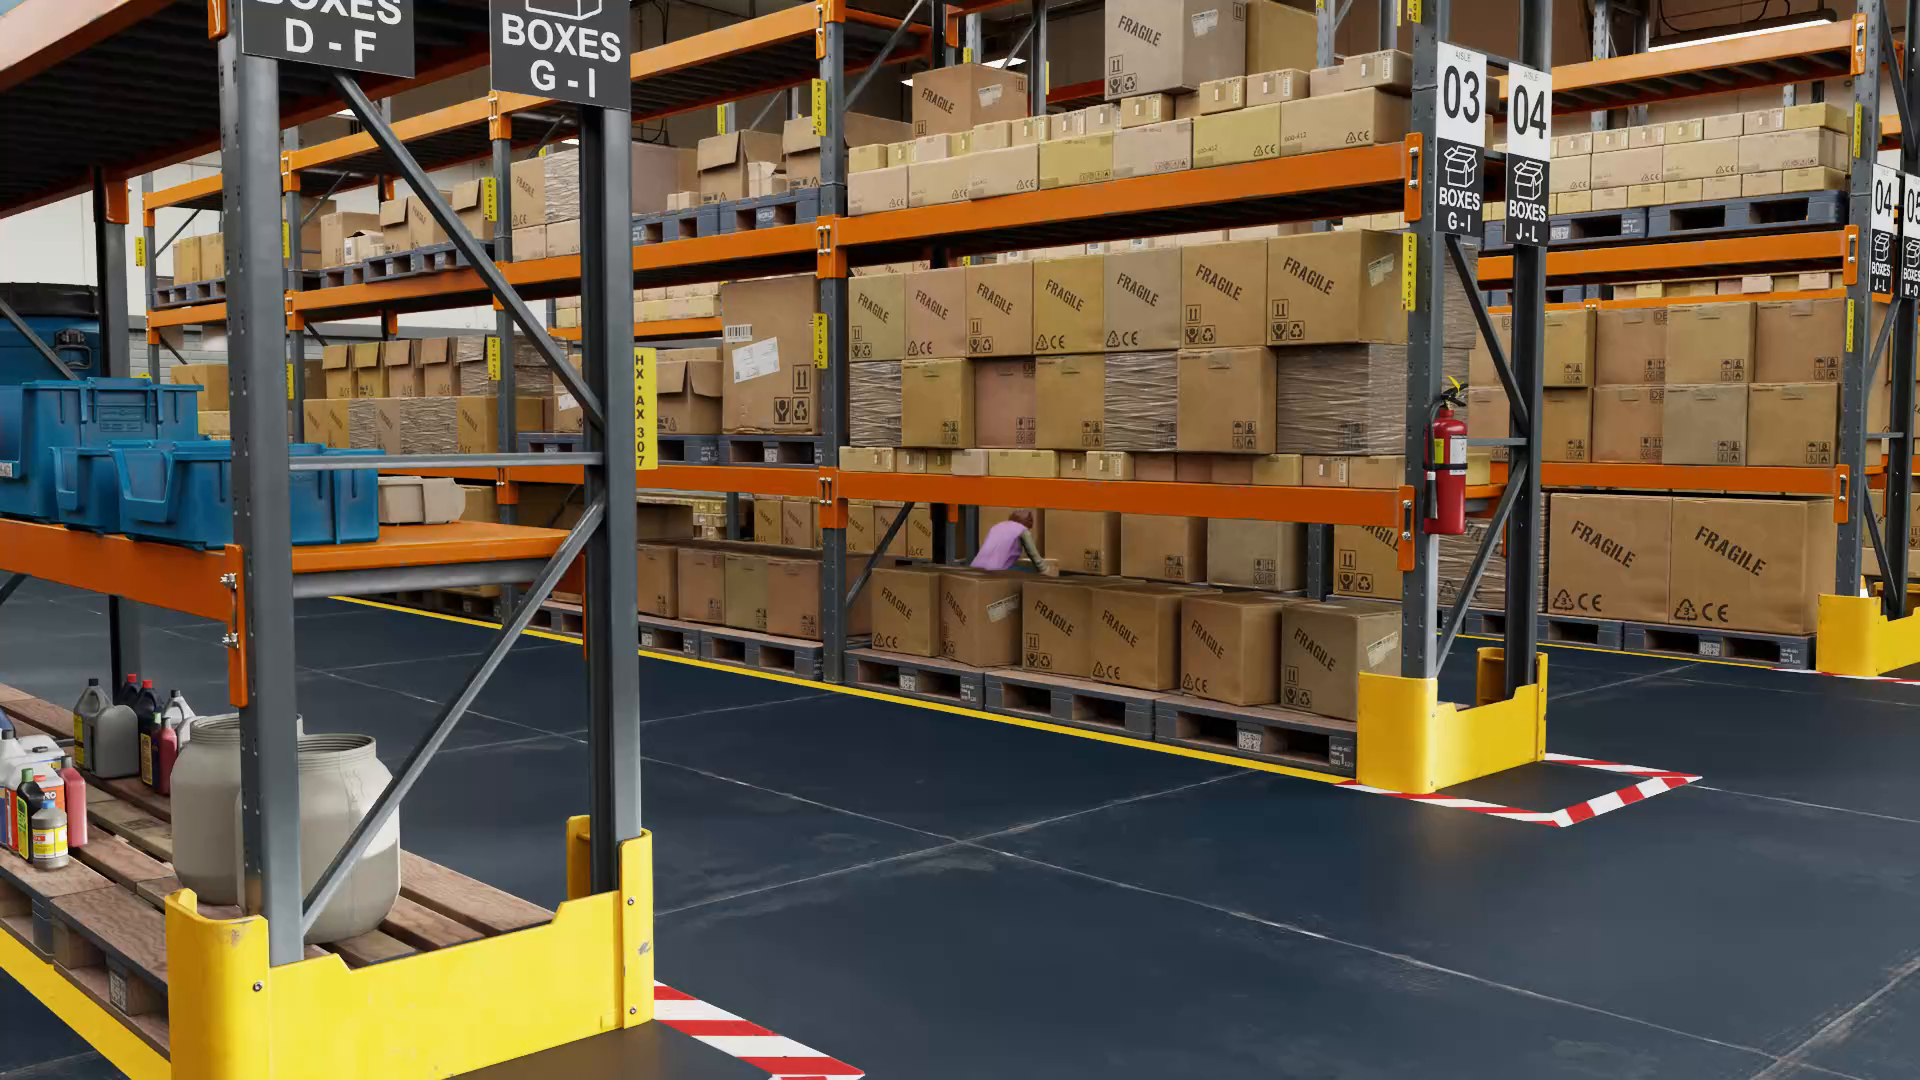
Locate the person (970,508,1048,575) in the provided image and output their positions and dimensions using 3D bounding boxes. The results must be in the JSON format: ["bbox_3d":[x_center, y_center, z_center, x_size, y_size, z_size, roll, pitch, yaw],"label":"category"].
[{"bbox_3d":[0.407,0.195,13.616,0.809,0.881,0.447,-4,6,-44],"label":"person"}]
